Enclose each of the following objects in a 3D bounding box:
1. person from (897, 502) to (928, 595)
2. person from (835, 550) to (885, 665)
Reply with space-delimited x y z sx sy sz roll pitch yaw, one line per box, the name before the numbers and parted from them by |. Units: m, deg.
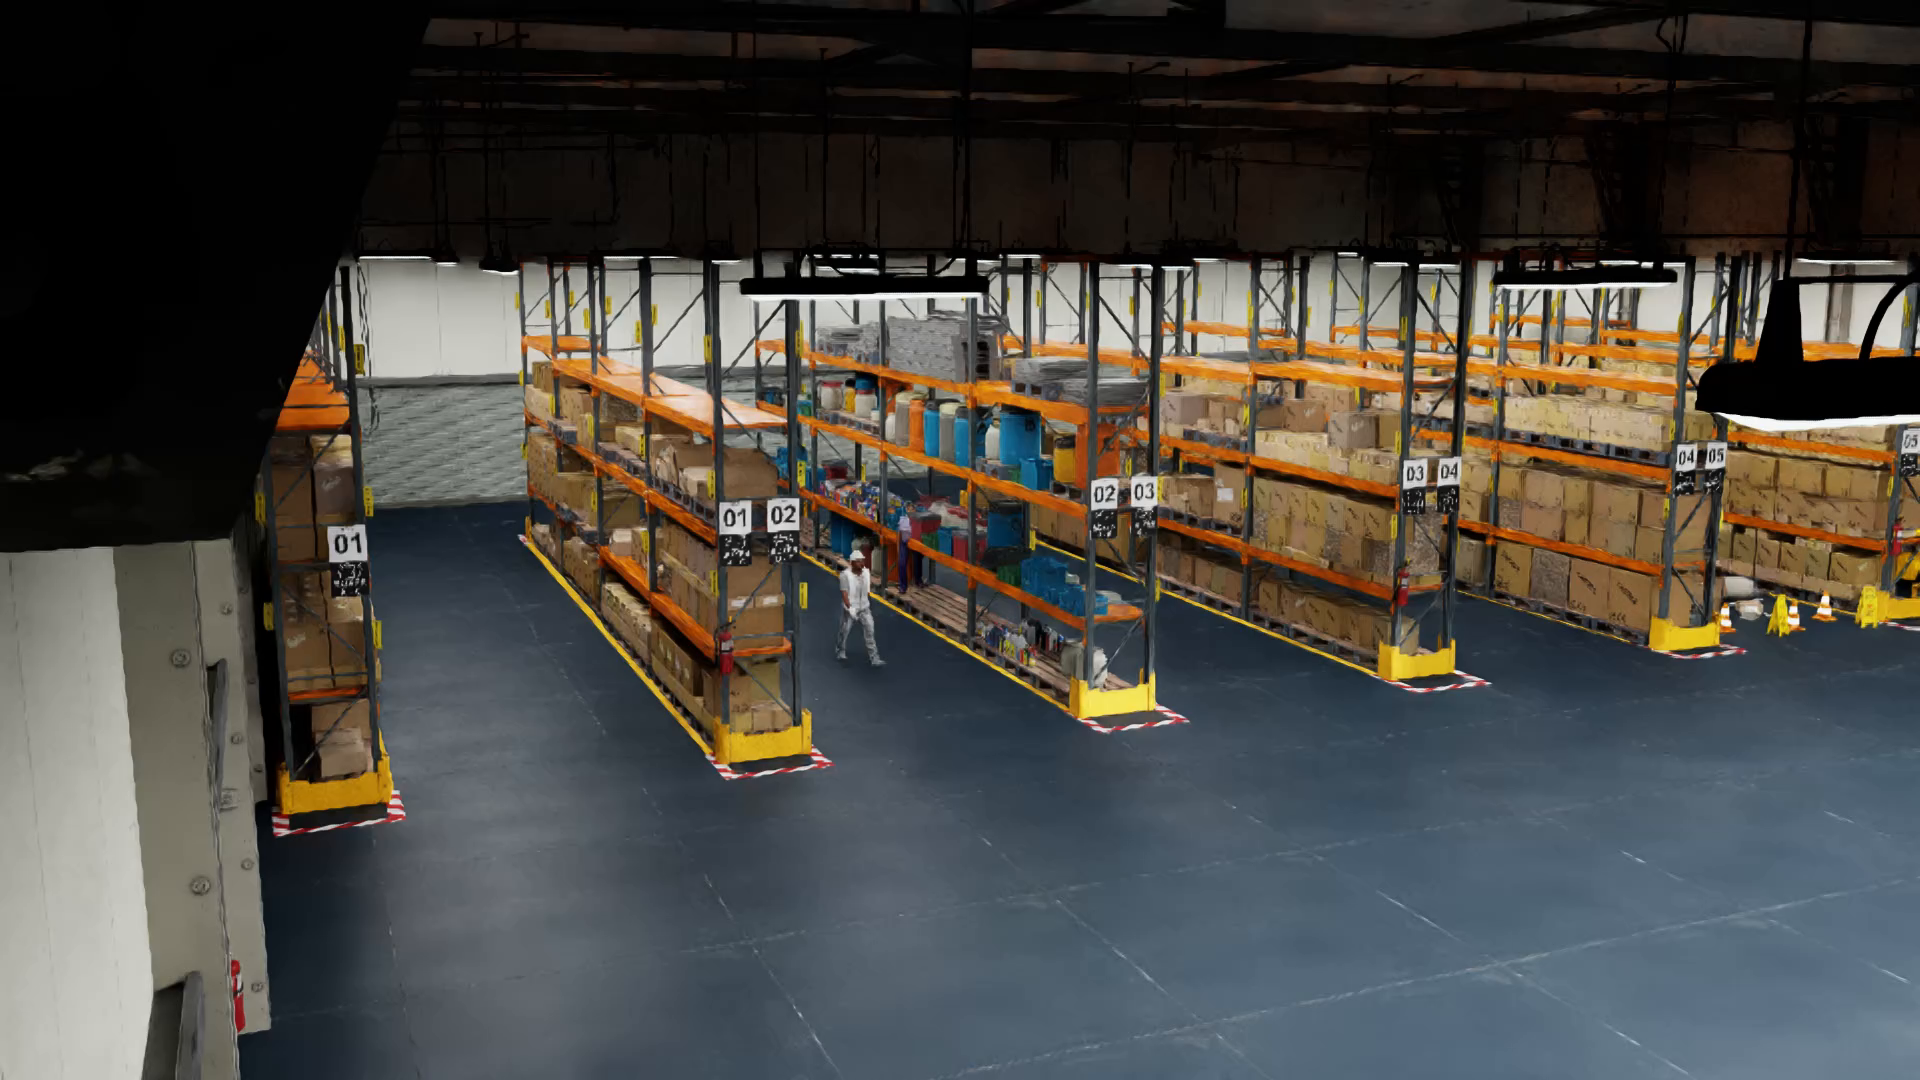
person | -0.811 0.103 28.291 0.531 1.566 0.935 0 10 -1
person | -1.534 0.999 24.732 0.554 1.724 1.029 -6 12 -30
